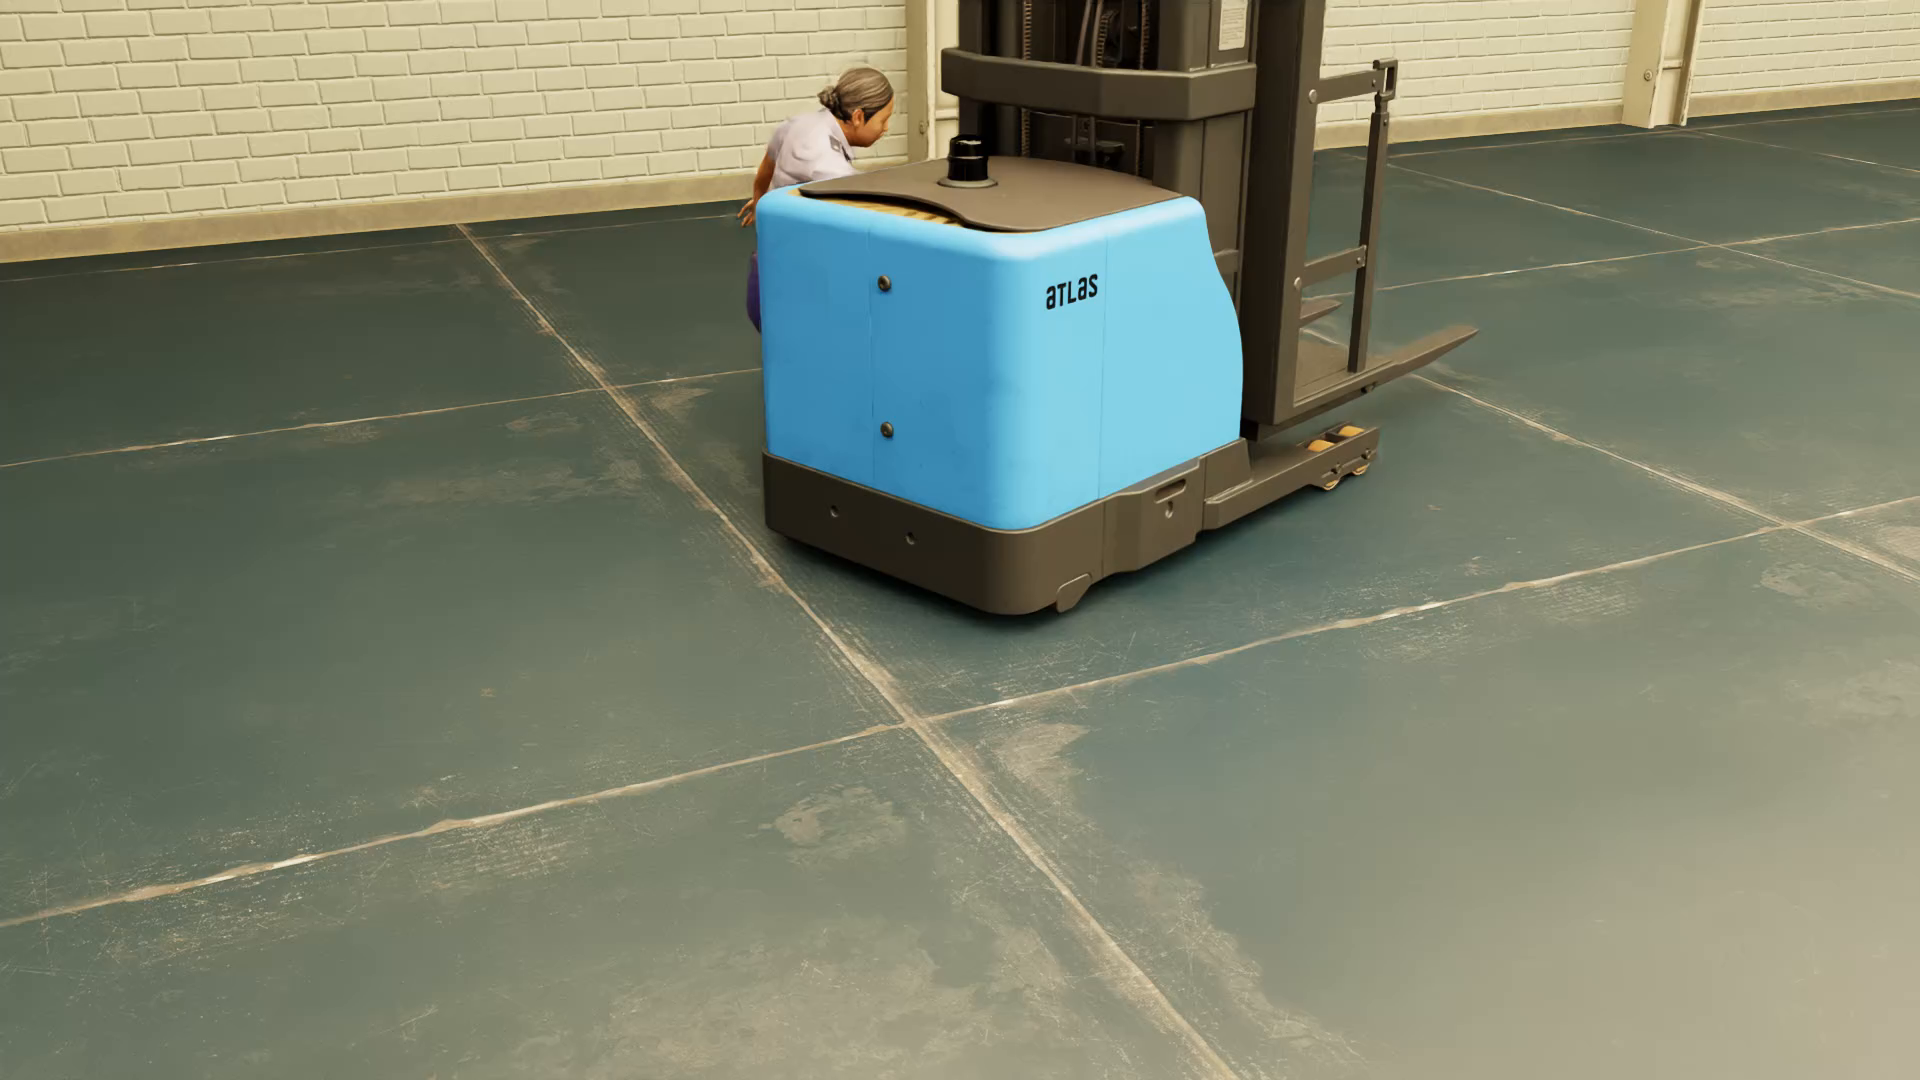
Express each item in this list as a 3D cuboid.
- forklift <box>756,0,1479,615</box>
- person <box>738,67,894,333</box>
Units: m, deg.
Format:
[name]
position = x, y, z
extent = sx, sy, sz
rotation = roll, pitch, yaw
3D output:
[forklift]
position = 0.772, -1.634, 5.220
extent = 1.130, 2.935, 3.031
rotation = 19, 29, 38
[person]
position = -0.297, -0.886, 5.578
extent = 0.898, 1.386, 1.014
rotation = -2, 23, -6
